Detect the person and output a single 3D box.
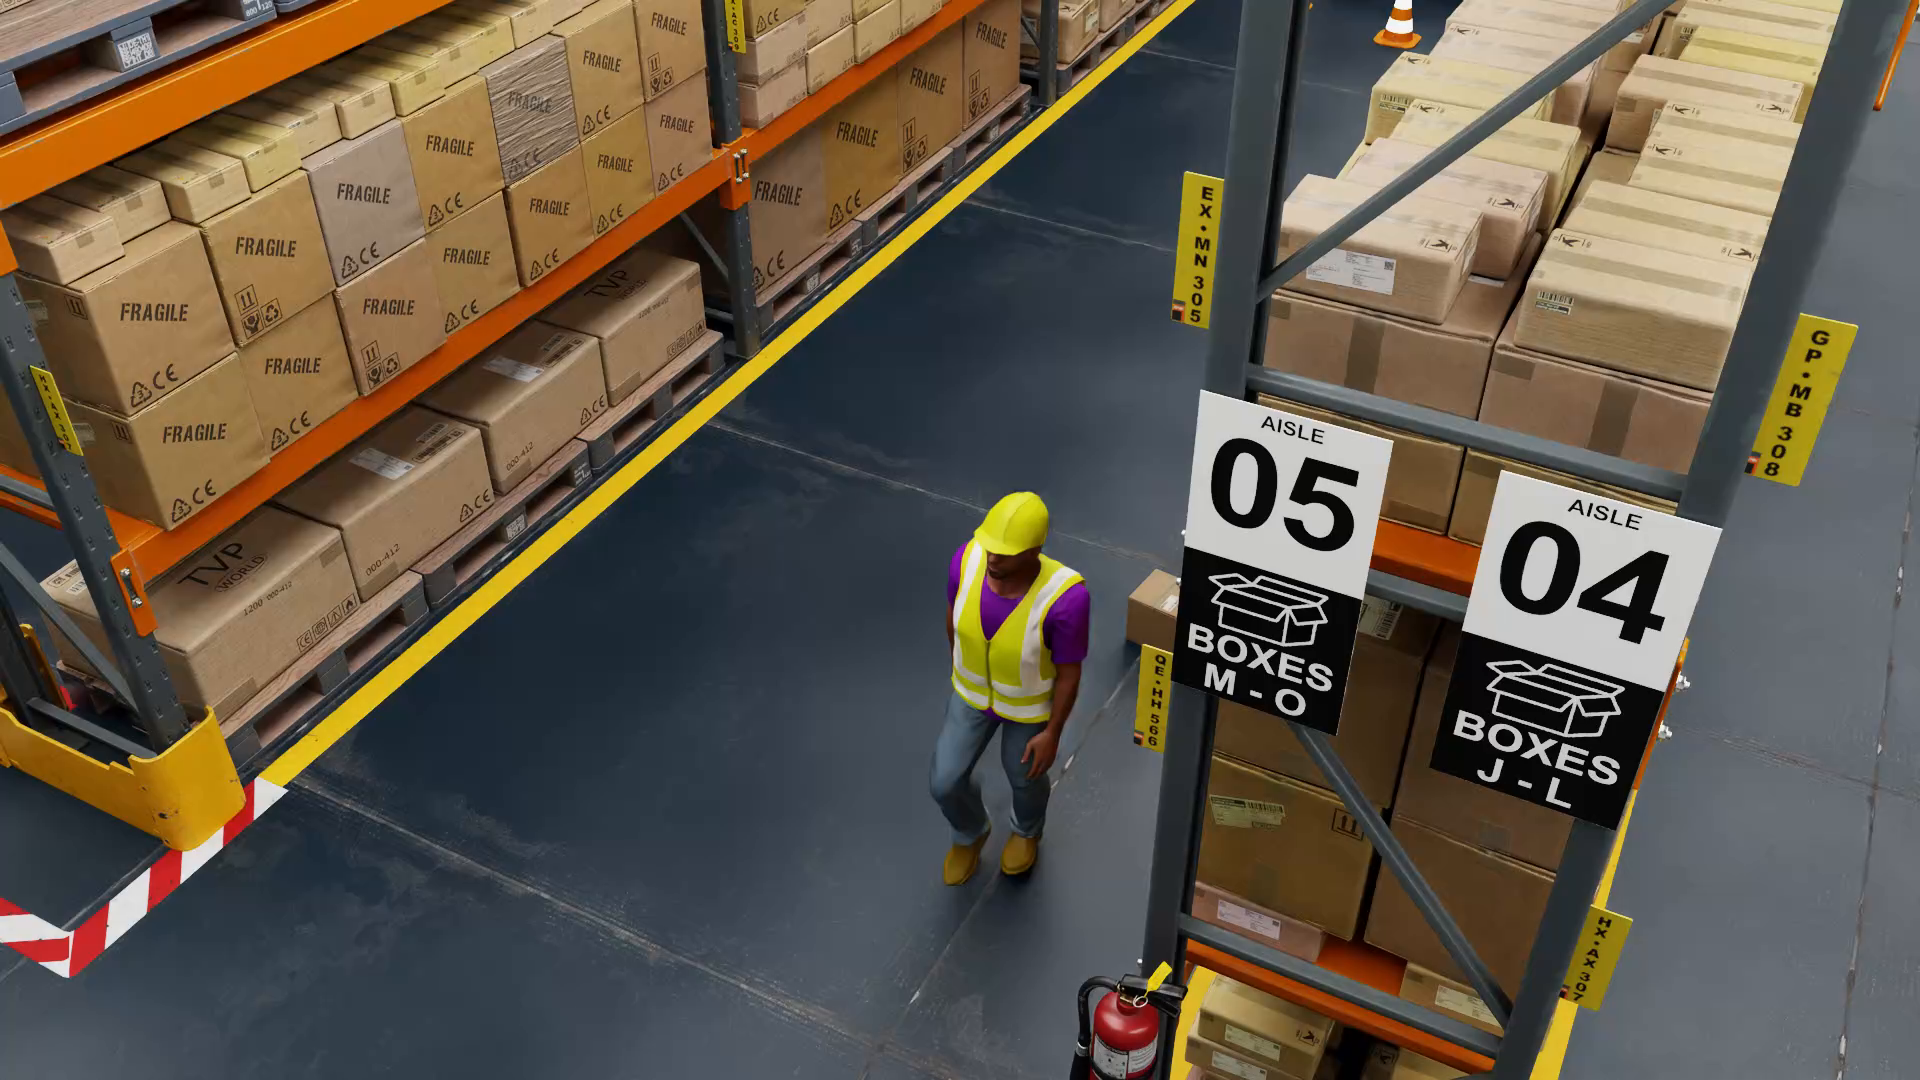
[{"bbox_3d":[0.164,0.588,5.972,0.581,1.814,0.509,17,41,21],"label":"person"}]
